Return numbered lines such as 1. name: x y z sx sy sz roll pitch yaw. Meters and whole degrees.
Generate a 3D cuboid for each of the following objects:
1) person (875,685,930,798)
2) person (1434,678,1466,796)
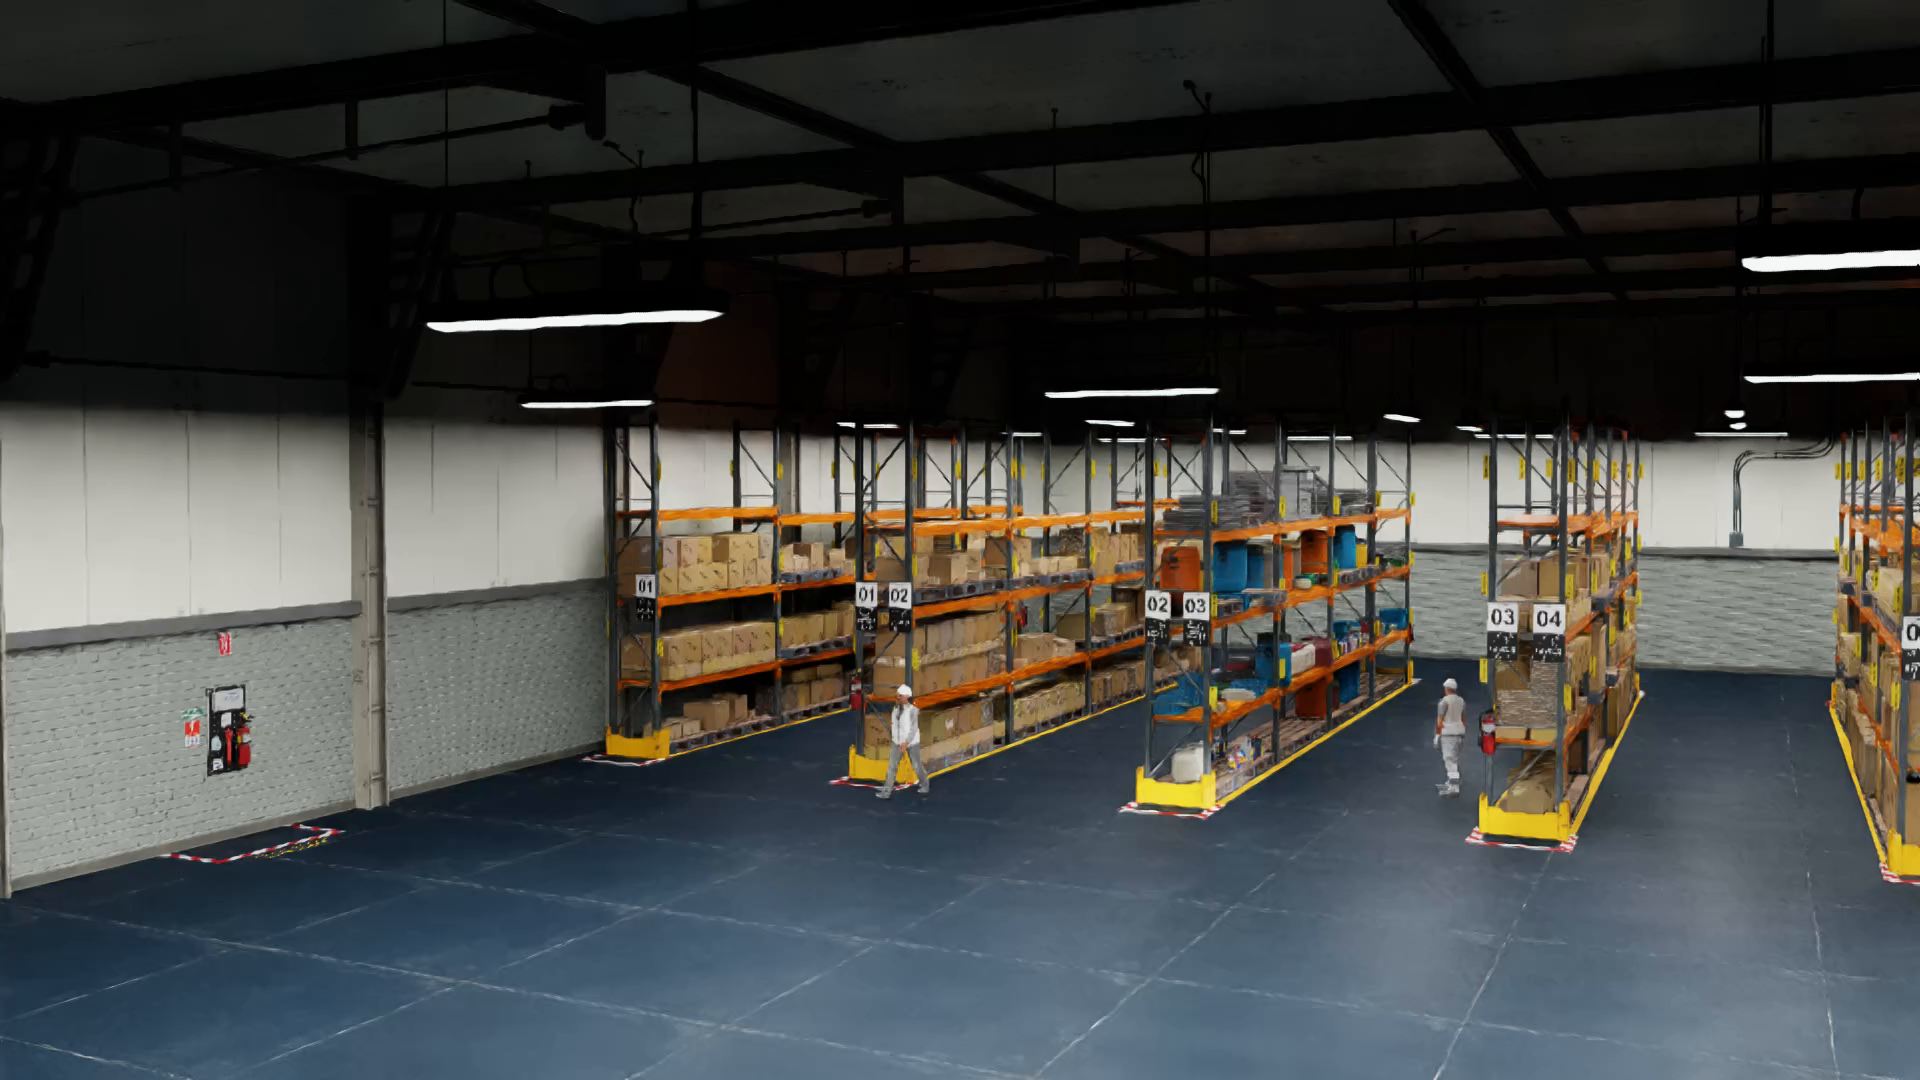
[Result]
1. person: -0.851 3.067 25.386 0.486 1.715 1.031 2 3 34
2. person: 7.550 3.012 25.670 0.655 1.785 0.577 -2 3 -37
